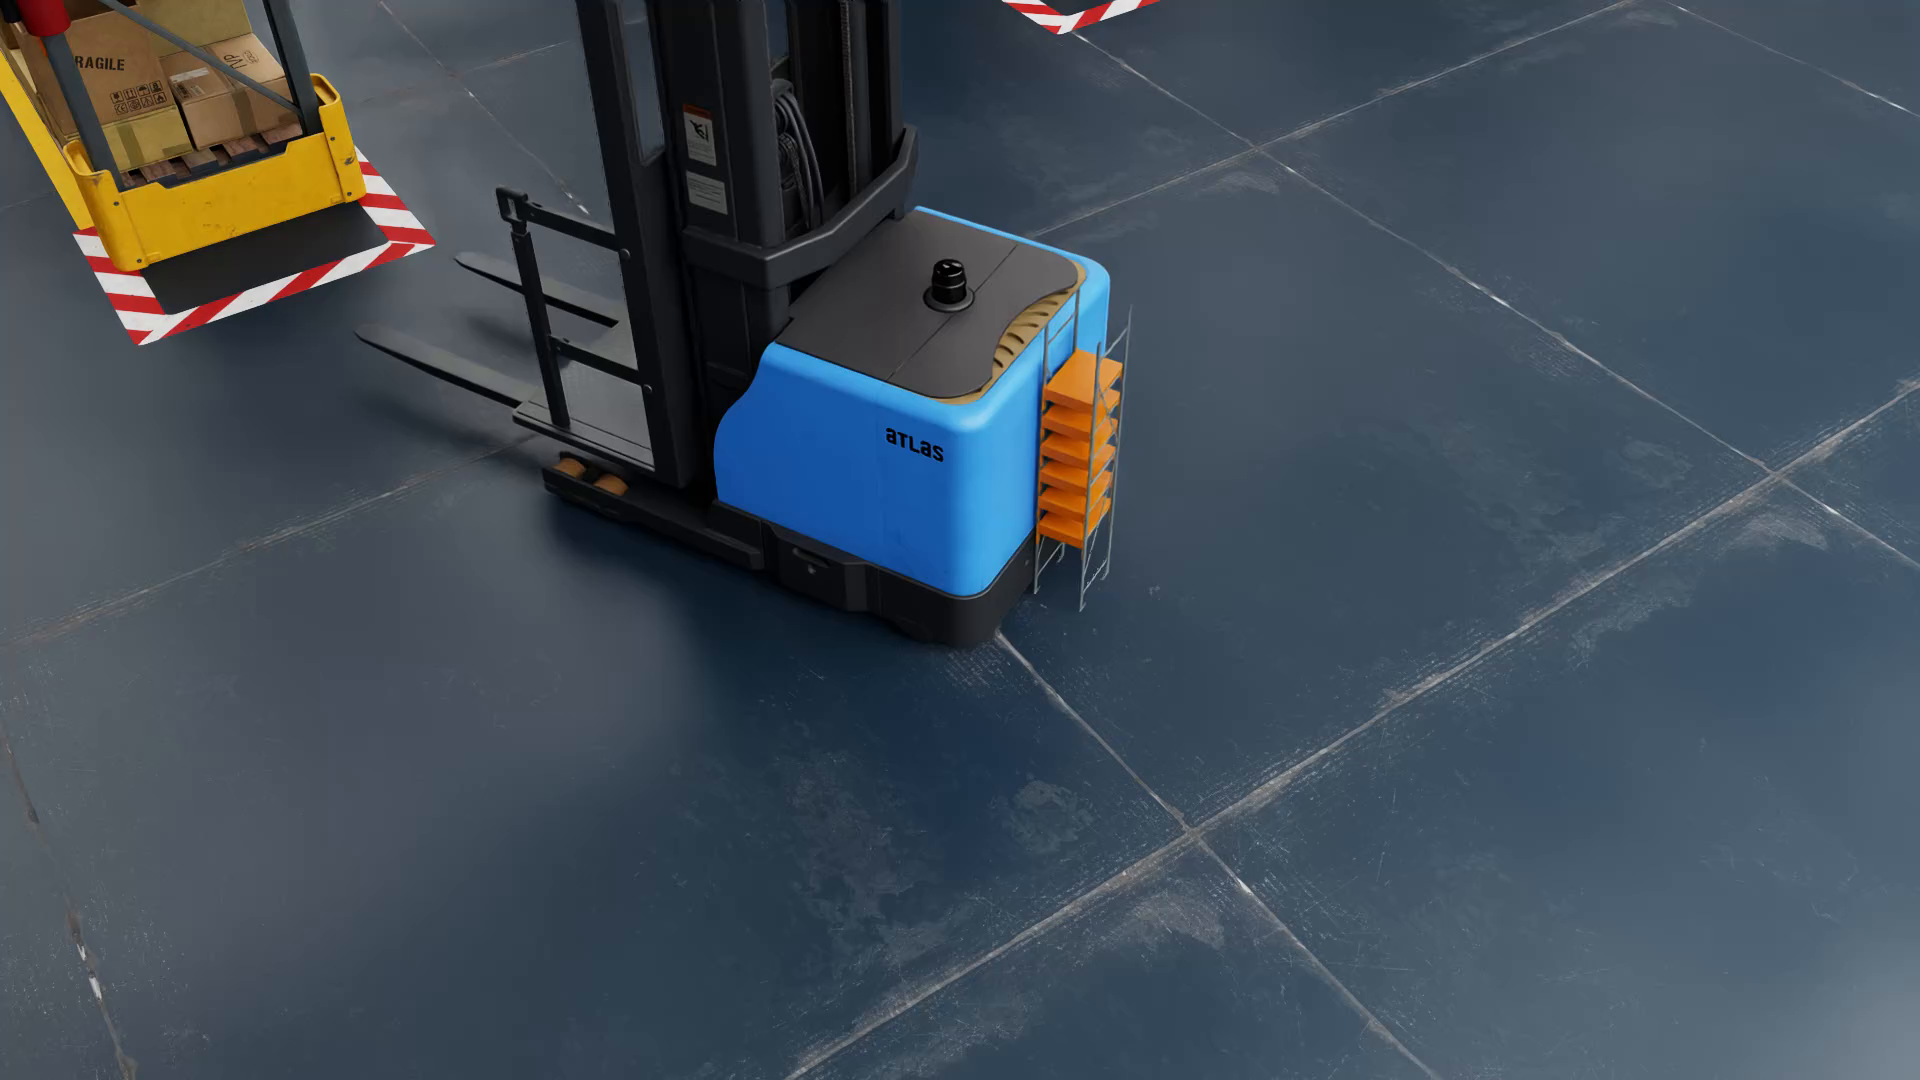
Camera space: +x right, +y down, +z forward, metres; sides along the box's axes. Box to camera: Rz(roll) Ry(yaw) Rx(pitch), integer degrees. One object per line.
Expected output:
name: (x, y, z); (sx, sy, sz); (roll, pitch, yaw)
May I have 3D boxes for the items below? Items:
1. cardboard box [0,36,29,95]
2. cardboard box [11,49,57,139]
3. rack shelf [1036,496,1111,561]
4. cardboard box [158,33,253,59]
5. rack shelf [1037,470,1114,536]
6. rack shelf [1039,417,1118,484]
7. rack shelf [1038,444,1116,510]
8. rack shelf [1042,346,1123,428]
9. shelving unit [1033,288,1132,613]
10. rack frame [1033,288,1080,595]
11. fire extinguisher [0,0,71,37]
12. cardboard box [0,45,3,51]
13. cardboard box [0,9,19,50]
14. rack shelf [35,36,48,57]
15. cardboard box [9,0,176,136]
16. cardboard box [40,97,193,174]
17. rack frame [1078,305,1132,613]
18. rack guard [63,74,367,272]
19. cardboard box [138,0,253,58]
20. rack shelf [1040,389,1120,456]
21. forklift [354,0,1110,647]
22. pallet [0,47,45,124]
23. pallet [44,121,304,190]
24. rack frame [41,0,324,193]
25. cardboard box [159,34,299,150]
cardboard box: (-4.554, -2.527, 8.412); (0.500, 0.250, 0.500); (-26, 49, -24)
cardboard box: (-4.266, -2.244, 8.116); (0.500, 0.250, 0.500); (-26, 49, -24)
rack shelf: (0.407, -0.069, 5.865); (0.180, 0.103, 0.258); (21, 48, 21)
cardboard box: (-3.835, -2.452, 8.334); (0.500, 0.250, 0.500); (-26, 49, -24)
rack shelf: (0.407, -0.156, 5.782); (0.180, 0.103, 0.258); (21, 48, 21)
rack shelf: (0.407, -0.329, 5.616); (0.180, 0.103, 0.258); (21, 48, 21)
rack shelf: (0.407, -0.242, 5.699); (0.180, 0.103, 0.258); (21, 48, 21)
rack shelf: (0.407, -0.503, 5.451); (0.180, 0.103, 0.258); (21, 48, 21)
shelving unit: (0.407, -0.274, 5.669); (0.189, 1.200, 0.258); (21, 48, 21)
rack frame: (0.327, -0.306, 5.701); (0.006, 1.200, 0.240); (21, 48, 21)
fire extinguisher: (-3.735, -2.343, 6.588); (0.296, 0.674, 0.183); (-26, 49, -24)
cardboard box: (-4.838, -2.811, 8.709); (0.500, 0.250, 0.500); (-26, 49, -24)
cardboard box: (-4.556, -2.797, 8.151); (0.500, 0.500, 0.500); (-26, 49, -24)
rack shelf: (-4.565, -3.494, 8.259); (1.077, 0.370, 4.000); (-26, 49, -24)
cardboard box: (-3.972, -2.236, 7.564); (0.500, 0.500, 0.500); (-26, 49, -24)
cardboard box: (-3.970, -1.966, 7.824); (0.500, 0.250, 0.500); (-26, 49, -24)
rack frame: (0.486, -0.243, 5.636); (0.006, 1.200, 0.240); (21, 48, 21)
rack guard: (-3.407, -1.704, 7.673); (1.175, 0.500, 0.348); (-26, 49, -24)
cardboard box: (-3.833, -2.724, 8.075); (0.500, 0.500, 0.500); (-26, 49, -24)
rack shelf: (0.407, -0.416, 5.534); (0.180, 0.103, 0.258); (21, 48, 21)
forklift: (-1.008, -1.439, 5.635); (3.031, 2.935, 1.130); (21, 48, 21)
pallet: (-4.587, -2.720, 8.946); (1.003, 0.211, 1.213); (-26, 49, -24)
pallet: (-3.893, -2.030, 8.223); (1.003, 0.211, 1.213); (-26, 49, -24)
rack frame: (-3.421, -2.622, 6.824); (1.000, 3.000, 0.127); (-26, 49, -24)
cardboard box: (-3.545, -2.170, 8.038); (0.500, 0.250, 0.500); (-26, 49, -24)
